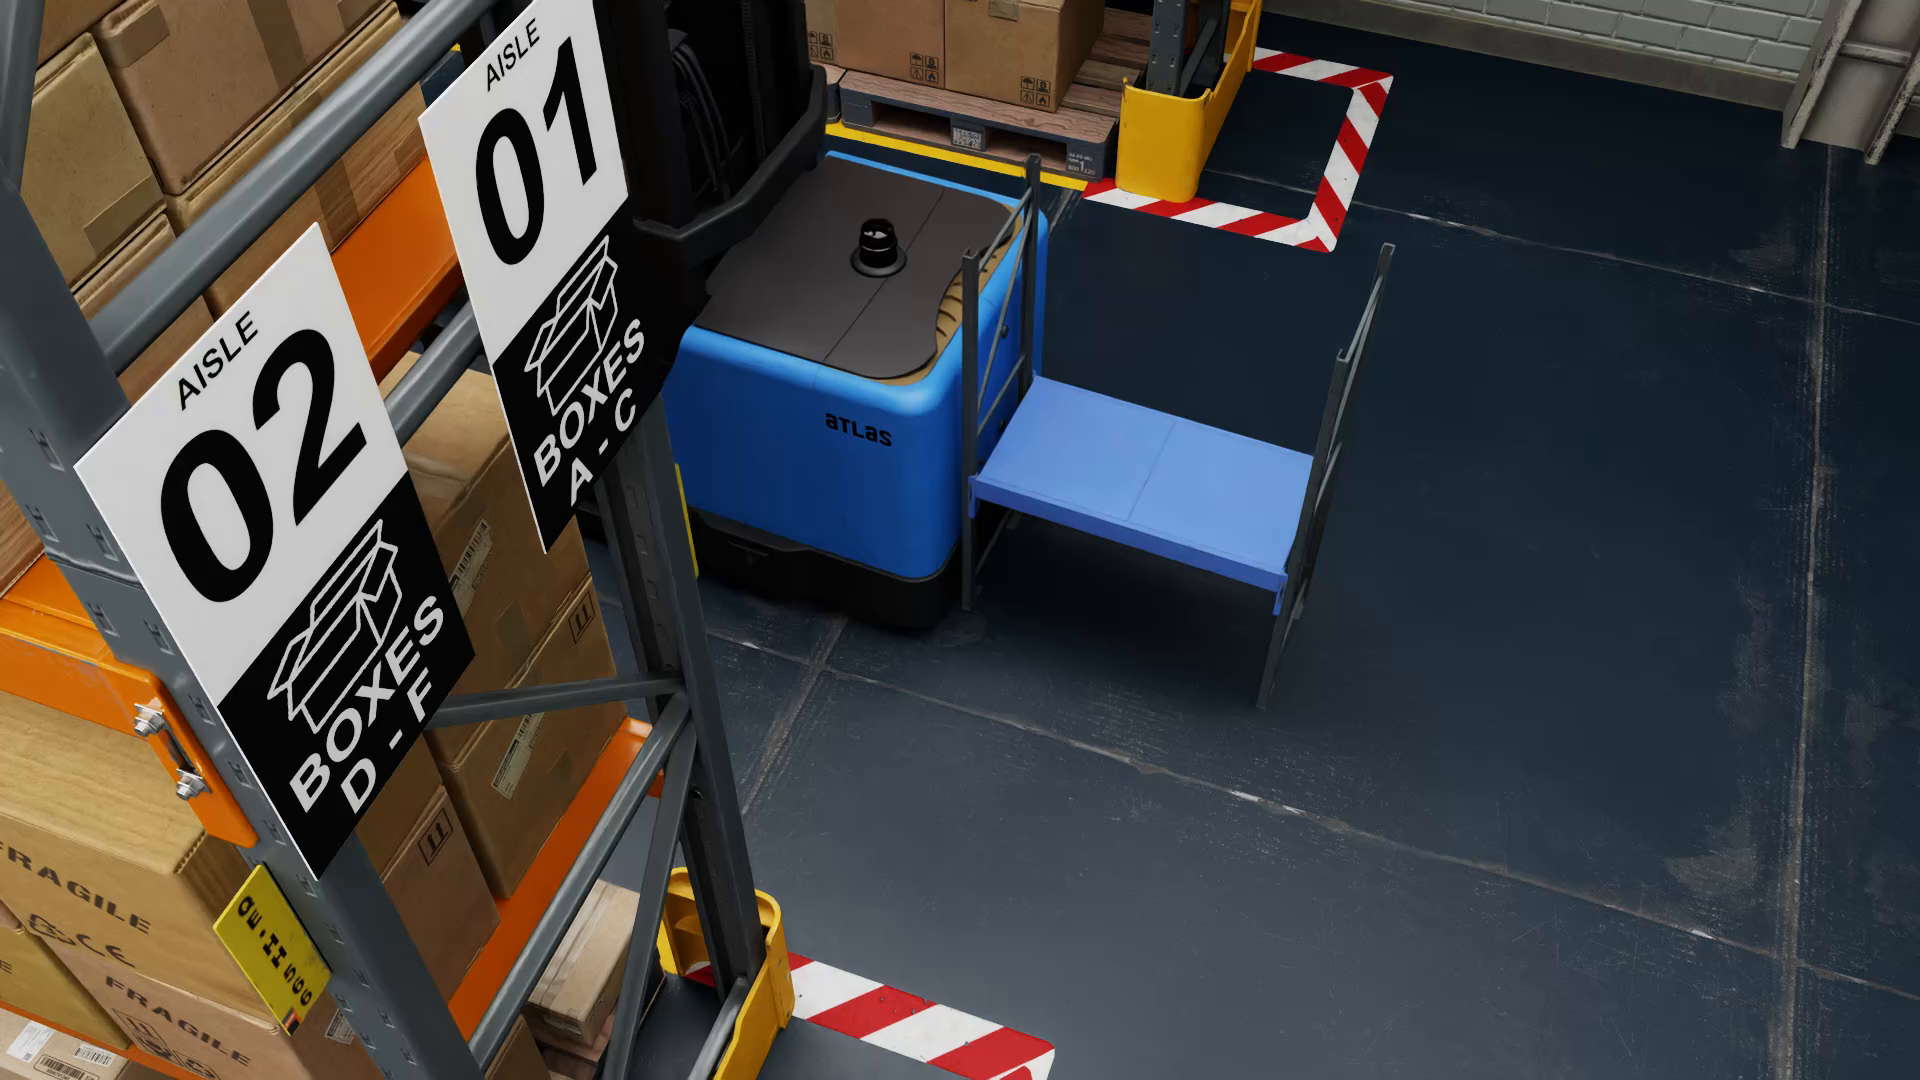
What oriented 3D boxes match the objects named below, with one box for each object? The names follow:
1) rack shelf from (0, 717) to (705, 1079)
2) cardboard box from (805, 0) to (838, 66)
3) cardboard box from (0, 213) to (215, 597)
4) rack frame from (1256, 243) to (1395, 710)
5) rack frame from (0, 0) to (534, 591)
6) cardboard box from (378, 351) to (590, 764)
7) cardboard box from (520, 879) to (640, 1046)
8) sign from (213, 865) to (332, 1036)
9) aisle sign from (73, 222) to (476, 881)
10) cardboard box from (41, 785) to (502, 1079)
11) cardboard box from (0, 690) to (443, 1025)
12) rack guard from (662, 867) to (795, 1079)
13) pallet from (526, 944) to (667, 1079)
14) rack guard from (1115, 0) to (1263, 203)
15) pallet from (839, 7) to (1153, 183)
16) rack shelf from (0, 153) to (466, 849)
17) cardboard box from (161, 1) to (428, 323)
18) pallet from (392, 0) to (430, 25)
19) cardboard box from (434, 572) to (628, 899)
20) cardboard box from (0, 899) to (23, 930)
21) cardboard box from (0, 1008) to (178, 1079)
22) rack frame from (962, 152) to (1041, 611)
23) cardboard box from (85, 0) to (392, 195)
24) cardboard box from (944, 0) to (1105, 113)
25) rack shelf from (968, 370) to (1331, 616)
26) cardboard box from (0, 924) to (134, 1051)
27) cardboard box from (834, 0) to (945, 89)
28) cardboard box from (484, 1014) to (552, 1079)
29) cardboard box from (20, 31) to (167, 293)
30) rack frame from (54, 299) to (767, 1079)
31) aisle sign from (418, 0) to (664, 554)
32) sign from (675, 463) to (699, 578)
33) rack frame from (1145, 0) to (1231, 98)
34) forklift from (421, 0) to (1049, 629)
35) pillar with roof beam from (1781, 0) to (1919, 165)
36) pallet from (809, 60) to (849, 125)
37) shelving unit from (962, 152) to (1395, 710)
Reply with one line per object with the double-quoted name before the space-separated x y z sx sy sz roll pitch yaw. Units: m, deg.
"rack shelf" -2.609 0.377 3.914 4.000 0.370 1.077 16 51 13
"cardboard box" -0.652 -2.541 7.343 0.500 0.500 0.700 14 51 12
"cardboard box" -1.306 -0.216 2.066 0.500 0.250 0.500 16 51 13
"rack frame" 1.053 -0.129 4.869 0.032 1.500 0.500 18 51 15
"rack frame" -0.733 -1.299 0.921 0.127 3.000 1.000 16 51 13
"cardboard box" -1.058 0.002 3.035 0.500 0.500 0.500 17 51 14
"cardboard box" -1.006 1.102 4.406 0.250 0.149 0.380 16 51 13
"sign" -0.944 0.571 2.295 0.005 0.325 0.100 16 51 13
"aisle sign" -0.775 0.049 2.002 0.004 0.787 0.394 16 51 13
"cardboard box" -1.247 0.708 3.085 0.500 0.500 0.500 17 51 14
"cardboard box" -1.246 0.384 2.705 0.500 0.500 0.500 15 51 13
"rack guard" -0.804 1.464 4.150 0.348 0.500 1.175 16 51 13
"pallet" -1.552 1.351 4.440 1.213 0.211 1.003 16 51 13
"rack guard" 1.003 -2.022 7.172 0.348 0.500 1.175 16 51 13
"pallet" 0.203 -2.088 7.420 1.213 0.211 1.003 16 51 13
"rack shelf" -2.609 -0.605 2.781 4.000 0.370 1.077 16 51 13
"cardboard box" -1.127 -0.583 2.384 0.500 0.250 0.500 16 51 13
"pallet" -2.086 -2.727 7.973 1.213 0.211 1.003 16 51 13
"cardboard box" -1.058 0.330 3.413 0.500 0.500 0.500 17 51 14
"cardboard box" -1.720 0.252 2.819 0.500 0.500 0.500 17 51 14
"cardboard box" -2.209 1.184 4.267 0.500 0.250 0.500 16 51 13
"rack frame" 0.119 -0.432 5.132 0.032 1.500 0.500 18 51 15
"cardboard box" -1.124 -0.751 2.199 0.500 0.250 0.500 16 51 13
"cardboard box" 0.289 -2.278 7.116 0.500 0.500 0.700 16 51 13
"rack shelf" 0.586 -0.162 5.136 1.000 0.185 0.538 18 51 15
"cardboard box" -1.735 0.575 3.201 0.500 0.500 0.500 16 51 13
"cardboard box" -0.180 -2.409 7.229 0.500 0.500 0.700 15 51 13
"cardboard box" -1.328 1.372 3.939 0.500 0.500 0.500 16 51 13
"cardboard box" -1.303 -0.385 1.883 0.500 0.250 0.500 16 51 13
"rack frame" -0.733 0.665 3.188 0.127 3.000 1.000 16 51 13
"aisle sign" -0.567 -0.376 2.371 0.004 0.787 0.394 16 51 13
"sign" -0.545 -0.003 3.195 0.005 0.325 0.100 16 51 13
"rack frame" 0.980 -2.847 6.233 0.127 3.000 1.000 16 51 13
"forklift" -1.271 -1.415 5.036 3.031 2.935 1.130 18 51 15
"pillar with roof beam" 2.321 -1.666 1.239 0.400 9.000 9.100 16 51 13
"pallet" -0.937 -2.408 7.698 1.213 0.211 1.003 16 51 13
"shelving unit" 0.586 -0.280 5.000 1.048 1.500 0.538 18 51 15
